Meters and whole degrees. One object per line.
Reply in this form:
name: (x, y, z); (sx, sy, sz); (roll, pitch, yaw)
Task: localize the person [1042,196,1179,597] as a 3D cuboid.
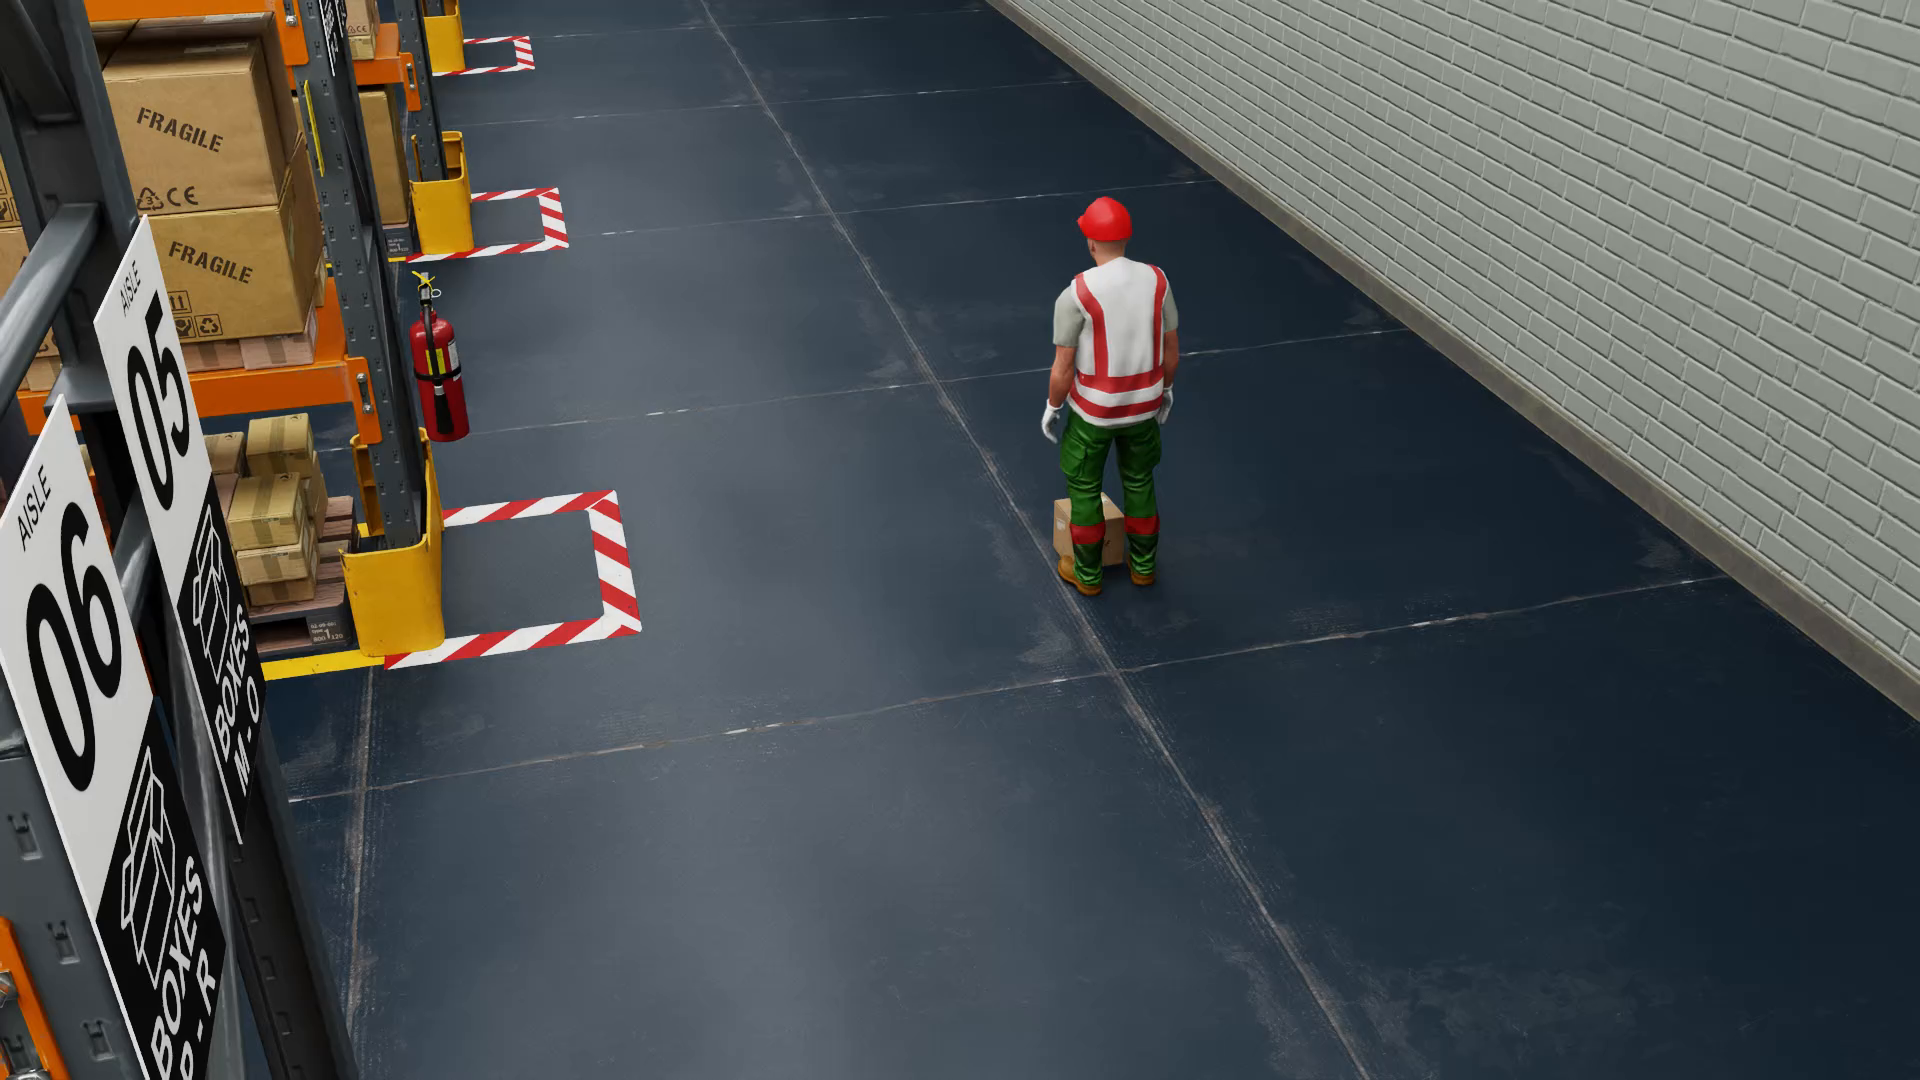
person: (0.641, -0.588, 7.133); (0.619, 1.779, 0.450); (-10, 31, -16)
